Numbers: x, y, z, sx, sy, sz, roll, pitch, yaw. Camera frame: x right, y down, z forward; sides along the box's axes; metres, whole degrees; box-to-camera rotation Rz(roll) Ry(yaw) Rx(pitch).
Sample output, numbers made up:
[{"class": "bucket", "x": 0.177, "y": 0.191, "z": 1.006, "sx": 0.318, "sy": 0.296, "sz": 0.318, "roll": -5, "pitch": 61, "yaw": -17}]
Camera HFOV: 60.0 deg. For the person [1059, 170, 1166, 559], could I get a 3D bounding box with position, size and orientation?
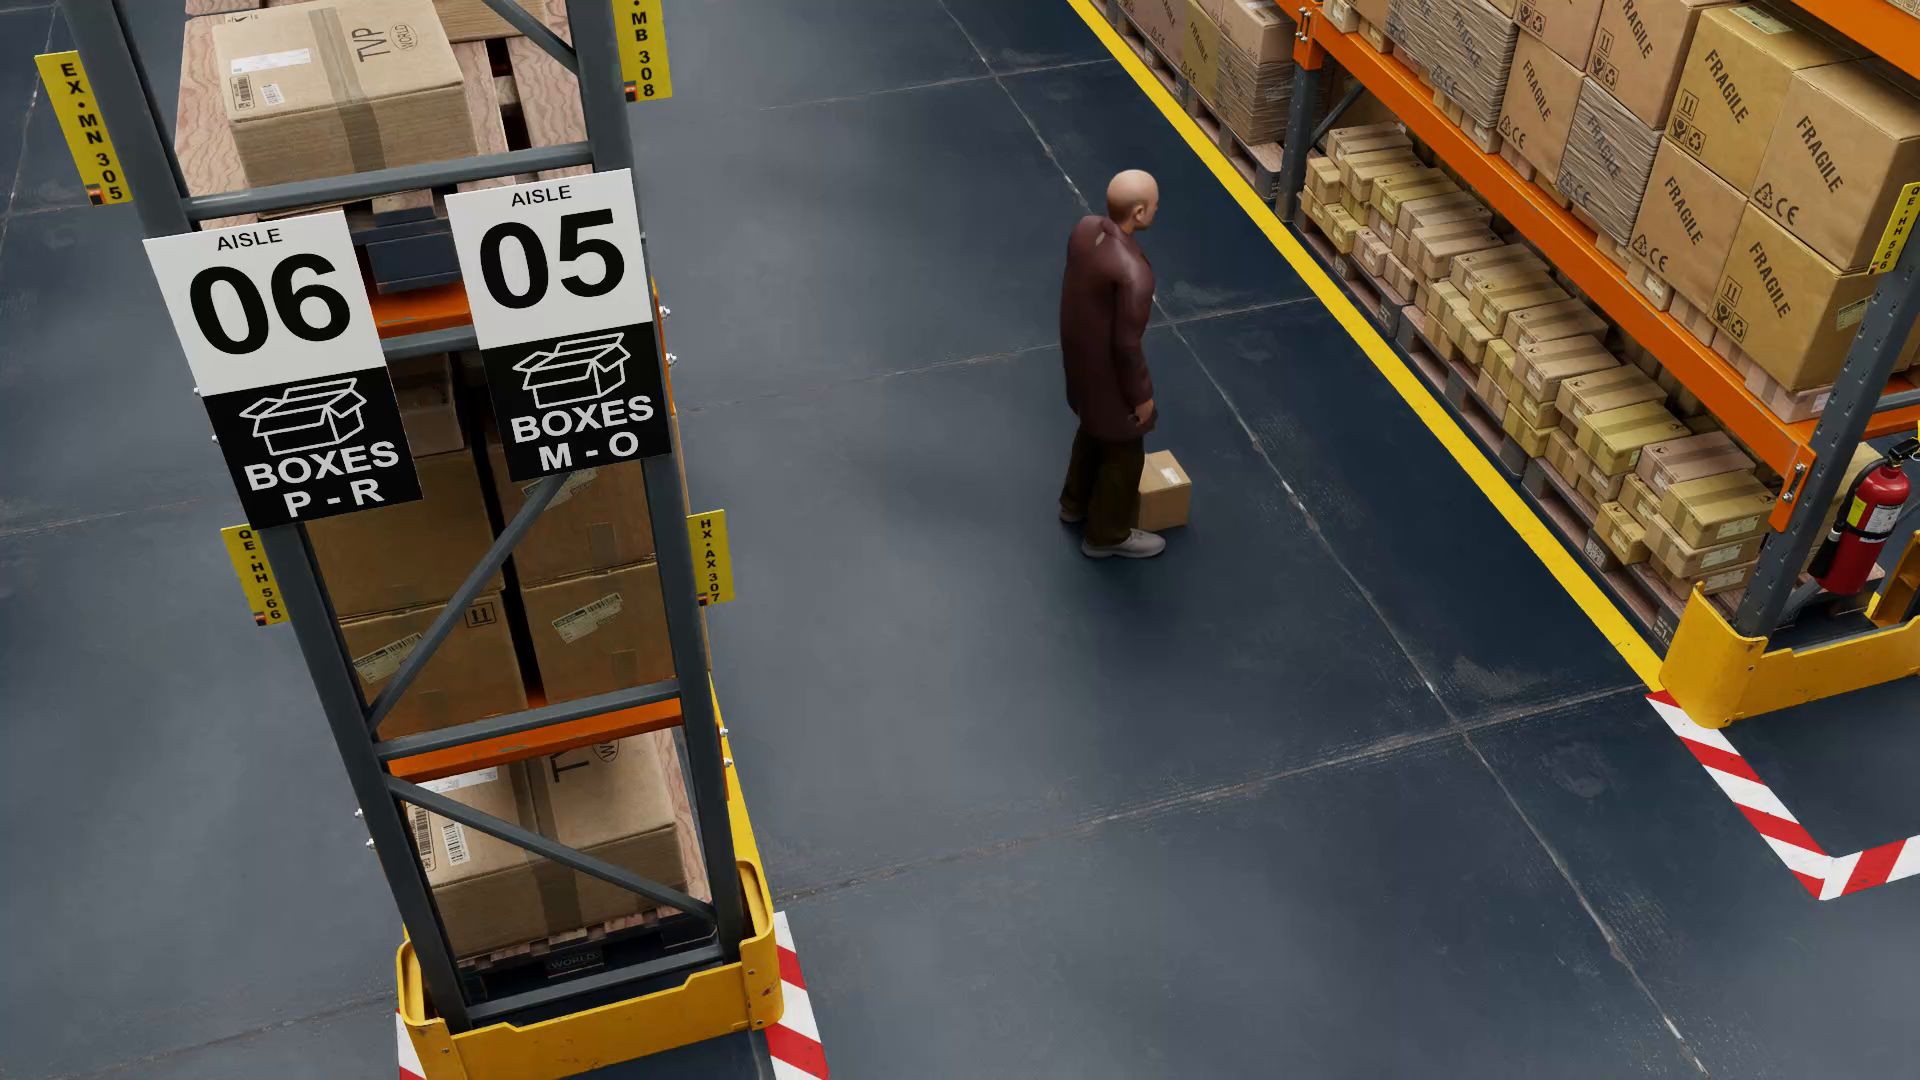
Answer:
[{"class": "person", "x": 0.636, "y": -0.735, "z": 6.998, "sx": 0.429, "sy": 1.772, "sz": 0.643, "roll": -14, "pitch": 44, "yaw": -15}]
